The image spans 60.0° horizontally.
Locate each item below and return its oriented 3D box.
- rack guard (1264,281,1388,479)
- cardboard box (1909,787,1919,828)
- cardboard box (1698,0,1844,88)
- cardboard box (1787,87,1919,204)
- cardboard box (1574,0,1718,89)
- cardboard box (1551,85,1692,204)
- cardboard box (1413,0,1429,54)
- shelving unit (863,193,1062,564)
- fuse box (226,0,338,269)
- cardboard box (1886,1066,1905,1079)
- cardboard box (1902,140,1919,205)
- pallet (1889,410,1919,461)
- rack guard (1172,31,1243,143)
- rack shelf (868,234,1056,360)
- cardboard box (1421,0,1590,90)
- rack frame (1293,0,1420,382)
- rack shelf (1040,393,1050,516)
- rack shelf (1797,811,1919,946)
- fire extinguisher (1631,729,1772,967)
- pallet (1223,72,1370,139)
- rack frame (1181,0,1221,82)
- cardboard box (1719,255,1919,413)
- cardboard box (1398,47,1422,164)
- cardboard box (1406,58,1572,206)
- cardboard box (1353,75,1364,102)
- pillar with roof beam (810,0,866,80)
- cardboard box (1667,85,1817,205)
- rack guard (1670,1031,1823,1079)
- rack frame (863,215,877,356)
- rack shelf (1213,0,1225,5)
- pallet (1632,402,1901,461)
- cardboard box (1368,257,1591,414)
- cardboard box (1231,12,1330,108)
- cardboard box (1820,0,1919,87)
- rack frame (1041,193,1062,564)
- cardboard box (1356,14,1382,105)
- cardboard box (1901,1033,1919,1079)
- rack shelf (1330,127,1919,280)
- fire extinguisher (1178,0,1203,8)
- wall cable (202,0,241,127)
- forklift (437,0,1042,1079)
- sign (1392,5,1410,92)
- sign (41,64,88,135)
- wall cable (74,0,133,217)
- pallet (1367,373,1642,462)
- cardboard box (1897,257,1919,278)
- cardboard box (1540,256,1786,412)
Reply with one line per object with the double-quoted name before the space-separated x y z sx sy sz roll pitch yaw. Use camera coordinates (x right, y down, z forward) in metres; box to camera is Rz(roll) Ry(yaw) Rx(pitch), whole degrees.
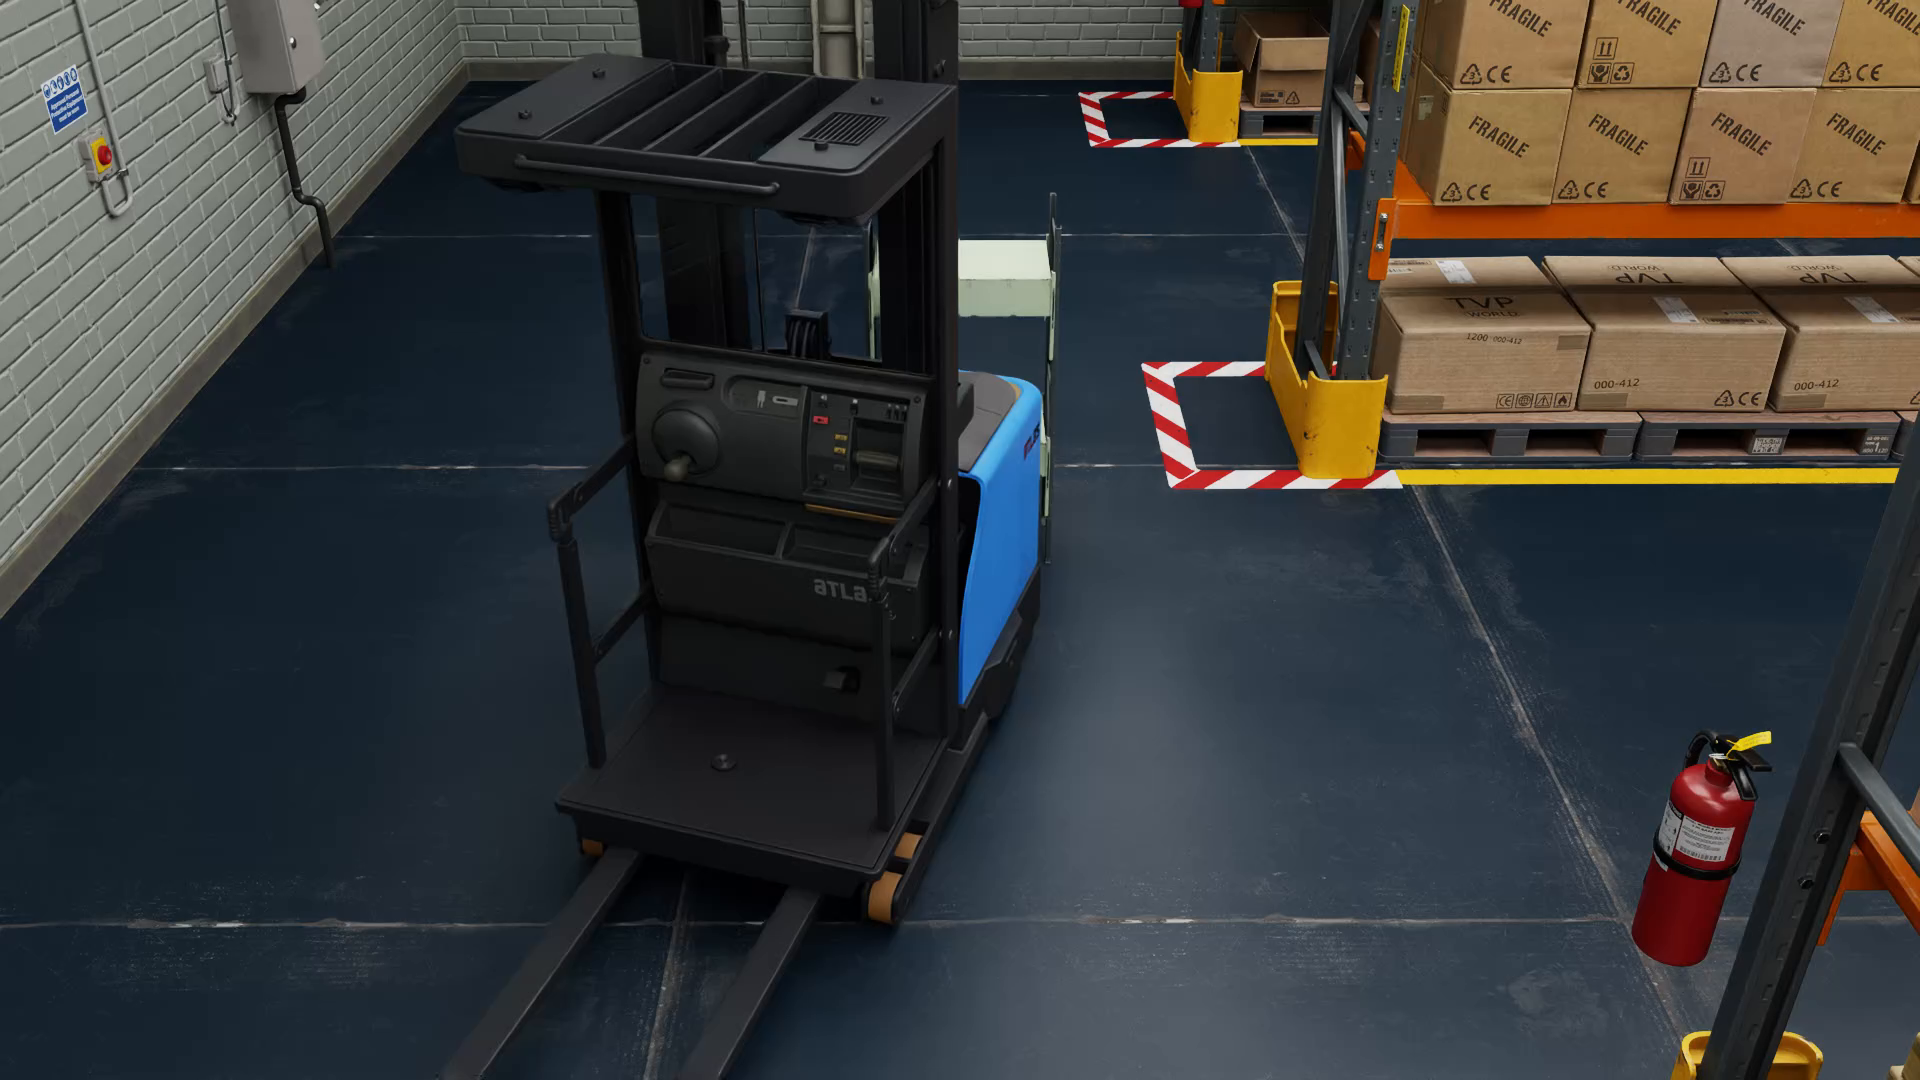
"rack guard" 1.758 -0.800 8.087 0.348 0.500 1.175 0 31 0
"cardboard box" 2.238 0.658 3.515 0.250 0.149 0.380 0 31 0
"cardboard box" 3.296 -2.204 6.930 0.500 0.500 0.500 0 31 -1
"cardboard box" 3.779 -1.783 7.200 0.500 0.500 0.500 1 31 1
"cardboard box" 2.781 -2.198 6.921 0.500 0.500 0.500 -1 31 -2
"cardboard box" 2.770 -1.780 7.196 0.500 0.500 0.500 -1 31 -1
"cardboard box" 2.263 -2.464 7.359 0.500 0.500 0.500 1 31 1
"shelving unit" 0.007 -0.641 6.861 0.755 1.500 0.431 0 31 0
"fuse box" -3.723 -2.378 9.520 0.414 1.711 0.539 0 31 0
"cardboard box" 2.439 1.461 4.007 0.250 0.149 0.380 -1 31 -2
"cardboard box" 4.303 -1.776 7.190 0.500 0.500 0.500 -1 31 -1
"pallet" 5.022 -0.727 8.245 1.213 0.211 1.003 0 31 0
"rack guard" 1.825 -3.375 12.331 0.348 0.500 1.175 0 31 0
"rack shelf" 0.007 -0.975 6.659 0.720 0.370 0.431 0 31 0
"cardboard box" 2.264 -2.193 6.912 0.500 0.500 0.500 -1 31 -1
"rack frame" 1.782 -1.869 7.438 0.127 3.000 1.000 0 31 0
"rack shelf" 0.007 -0.363 7.030 0.720 0.370 0.431 0 31 0
"rack shelf" 3.913 1.000 3.404 4.000 0.370 1.077 0 31 0
"fire extinguisher" 1.659 0.652 3.717 0.183 0.674 0.296 0 31 0
"pallet" 2.622 -3.254 12.411 1.213 0.211 1.003 0 31 0
"rack frame" 1.749 -4.443 11.682 0.127 3.000 1.000 0 31 0
"cardboard box" 4.259 -1.016 8.098 0.875 0.438 0.875 -1 31 -2
"cardboard box" 2.263 -2.050 7.641 0.500 0.500 0.500 0 31 0
"cardboard box" 2.264 -1.764 7.169 0.500 0.500 0.500 0 31 -1
"cardboard box" 2.786 -3.338 12.204 0.250 0.149 0.380 -1 31 -2
"pillar with roof beam" -0.927 -5.234 7.202 0.400 9.000 9.100 0 31 0
"cardboard box" 3.279 -1.772 7.183 0.500 0.500 0.500 0 31 -1
"rack guard" 1.989 1.767 3.856 0.348 0.500 1.175 0 31 0
"rack frame" -0.359 -0.640 6.859 0.023 1.500 0.400 0 31 0
"rack shelf" 3.749 -4.142 11.879 4.000 0.370 1.077 0 31 0
"pallet" 3.798 -0.722 8.236 1.213 0.211 1.003 0 31 0
"cardboard box" 2.442 -1.007 8.083 0.875 0.438 0.875 -1 31 -2
"cardboard box" 2.361 -3.508 12.143 0.637 0.503 0.797 -1 31 -2
"cardboard box" 3.794 -2.206 6.933 0.500 0.500 0.500 0 31 0
"rack frame" 0.373 -0.642 6.863 0.023 1.500 0.400 0 31 0
"cardboard box" 3.216 -3.490 12.115 0.500 0.500 0.700 1 31 2
"cardboard box" 2.441 1.350 3.903 0.250 0.149 0.380 0 31 0
"rack shelf" 3.782 -1.567 7.635 4.000 0.370 1.077 0 31 0
"fire extinguisher" 1.605 -4.011 11.403 0.183 0.674 0.296 0 31 0
"wall cable" -3.876 -3.009 8.338 0.122 1.984 0.588 0 31 0
"forklift" -0.616 -0.276 4.879 1.130 2.935 3.031 9 32 15
"sign" 1.780 -1.985 6.719 0.005 0.325 0.100 0 31 0
"sign" -3.917 -1.929 7.278 0.001 0.218 0.327 0 31 0
"wall cable" -3.856 -2.287 7.118 0.123 1.953 0.585 0 31 0
"pallet" 2.582 -0.720 8.233 1.213 0.211 1.003 0 31 0
"cardboard box" 5.154 -1.019 8.103 0.875 0.438 0.875 -1 31 -1
"cardboard box" 3.357 -1.014 8.095 0.875 0.438 0.875 1 31 1
